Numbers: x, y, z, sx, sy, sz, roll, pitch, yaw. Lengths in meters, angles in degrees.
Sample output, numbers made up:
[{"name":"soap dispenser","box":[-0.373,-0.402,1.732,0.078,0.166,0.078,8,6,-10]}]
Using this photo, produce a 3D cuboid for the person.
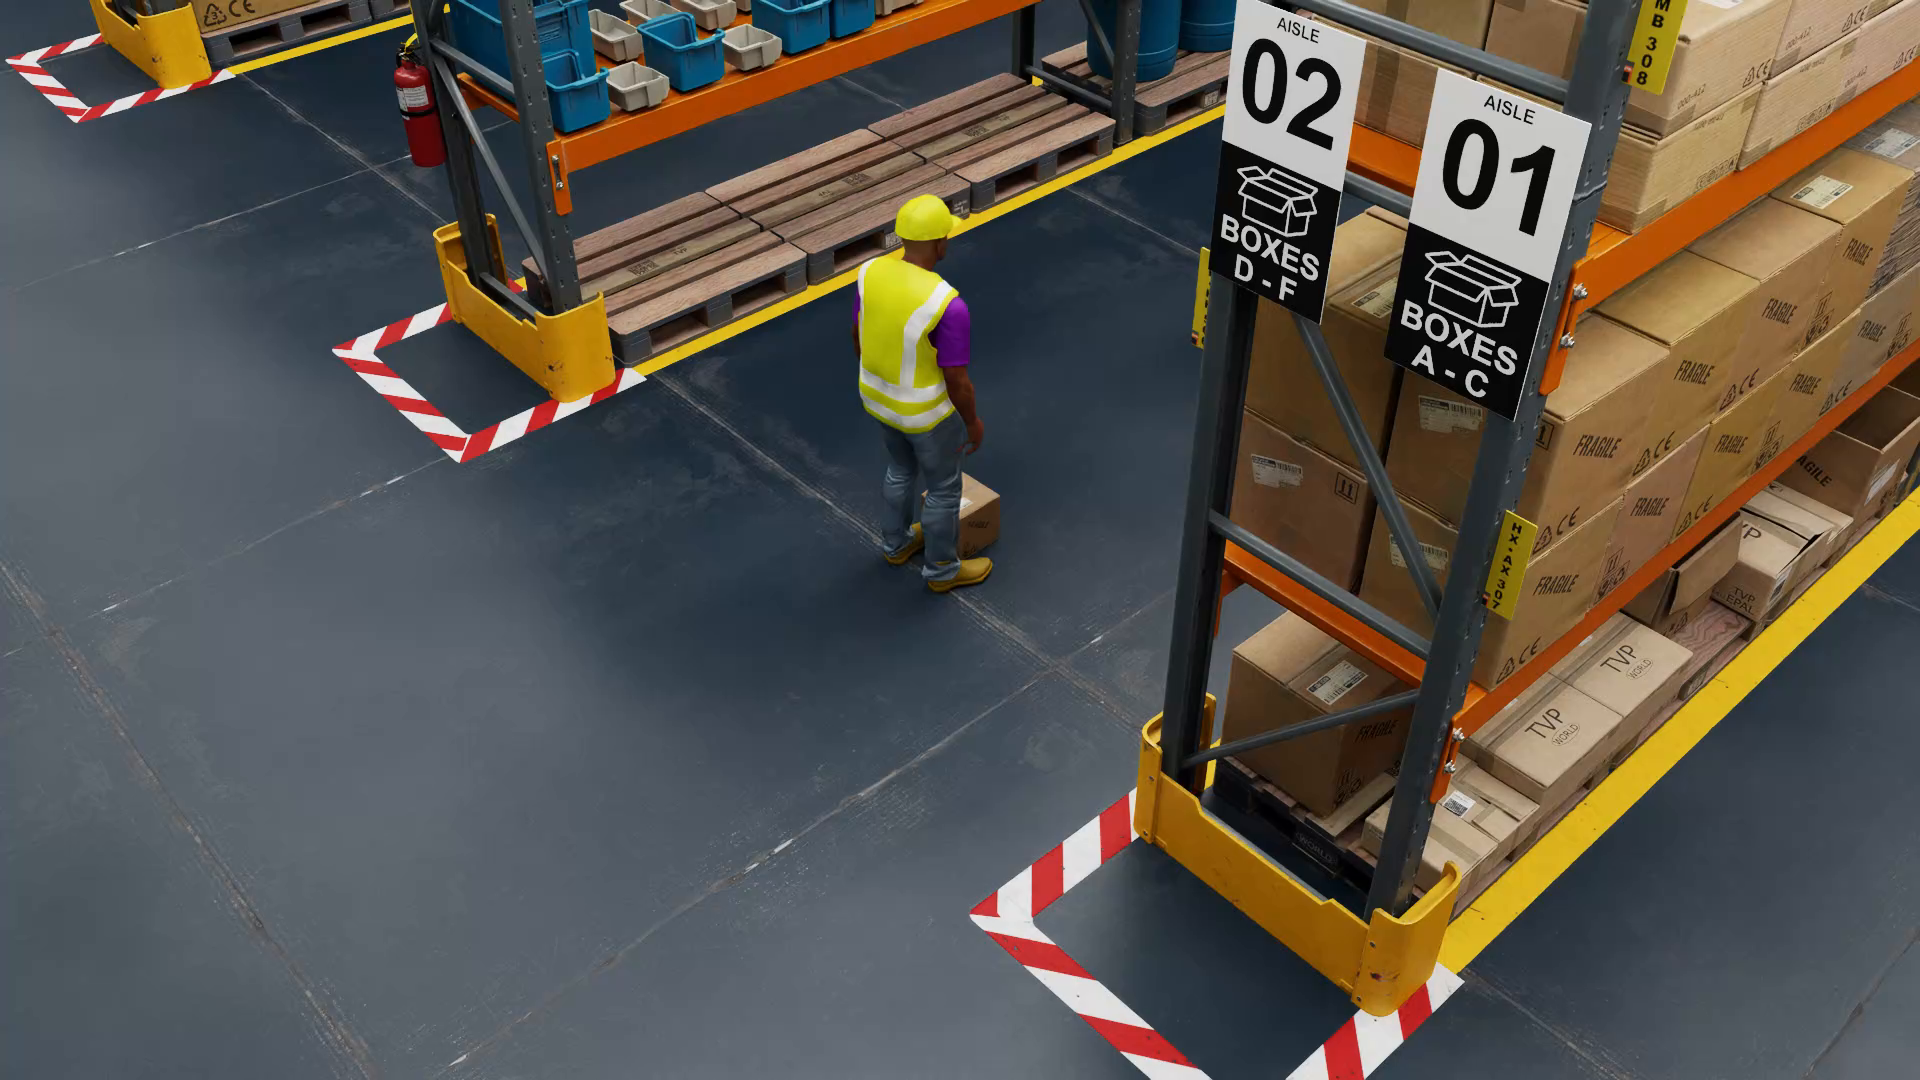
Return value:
[{"name":"person","box":[-0.164,-0.590,6.854,0.635,1.760,0.458,32,49,32]}]
